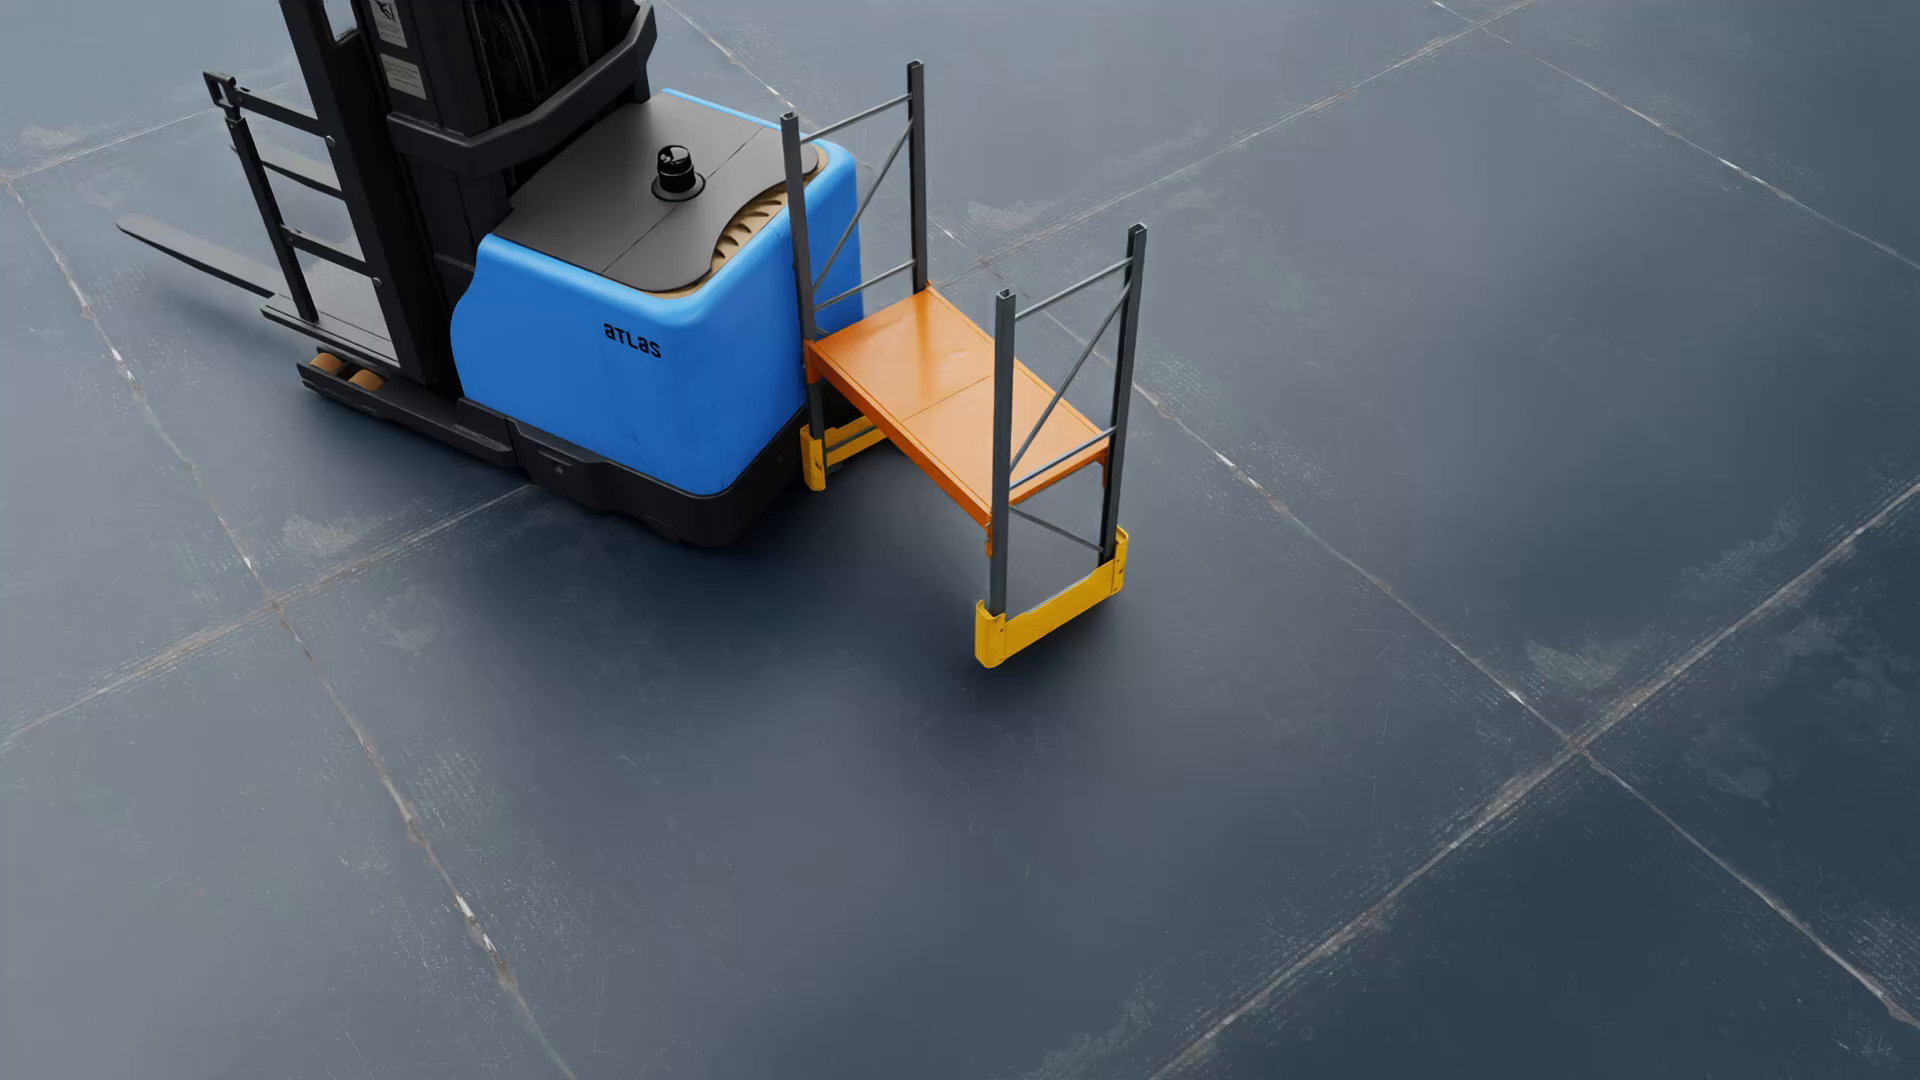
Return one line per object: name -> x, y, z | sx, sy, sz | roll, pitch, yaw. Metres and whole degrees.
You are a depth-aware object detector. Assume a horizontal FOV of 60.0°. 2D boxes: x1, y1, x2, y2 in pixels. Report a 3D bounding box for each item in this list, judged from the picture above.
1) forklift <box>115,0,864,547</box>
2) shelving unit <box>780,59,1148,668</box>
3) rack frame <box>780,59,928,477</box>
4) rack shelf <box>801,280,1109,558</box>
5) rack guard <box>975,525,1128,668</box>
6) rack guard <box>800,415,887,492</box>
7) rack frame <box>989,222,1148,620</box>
forklift -> -1.869, -1.767, 5.374 | 3.031, 2.935, 1.130 | 22, 52, 19
shelving unit -> -0.003, -0.532, 5.220 | 0.587, 1.500, 1.083 | -30, 54, -24
rack frame -> -0.317, -0.836, 5.496 | 0.500, 1.500, 0.032 | -30, 54, -24
rack shelf -> -0.009, -0.416, 5.358 | 0.538, 0.185, 1.000 | -30, 54, -24
rack guard -> 0.299, 0.181, 5.417 | 0.587, 0.250, 0.087 | -30, 54, -24
rack guard -> -0.305, -0.405, 5.949 | 0.587, 0.250, 0.087 | -30, 54, -24
rack frame -> 0.300, -0.238, 4.953 | 0.500, 1.500, 0.032 | -30, 54, -24
